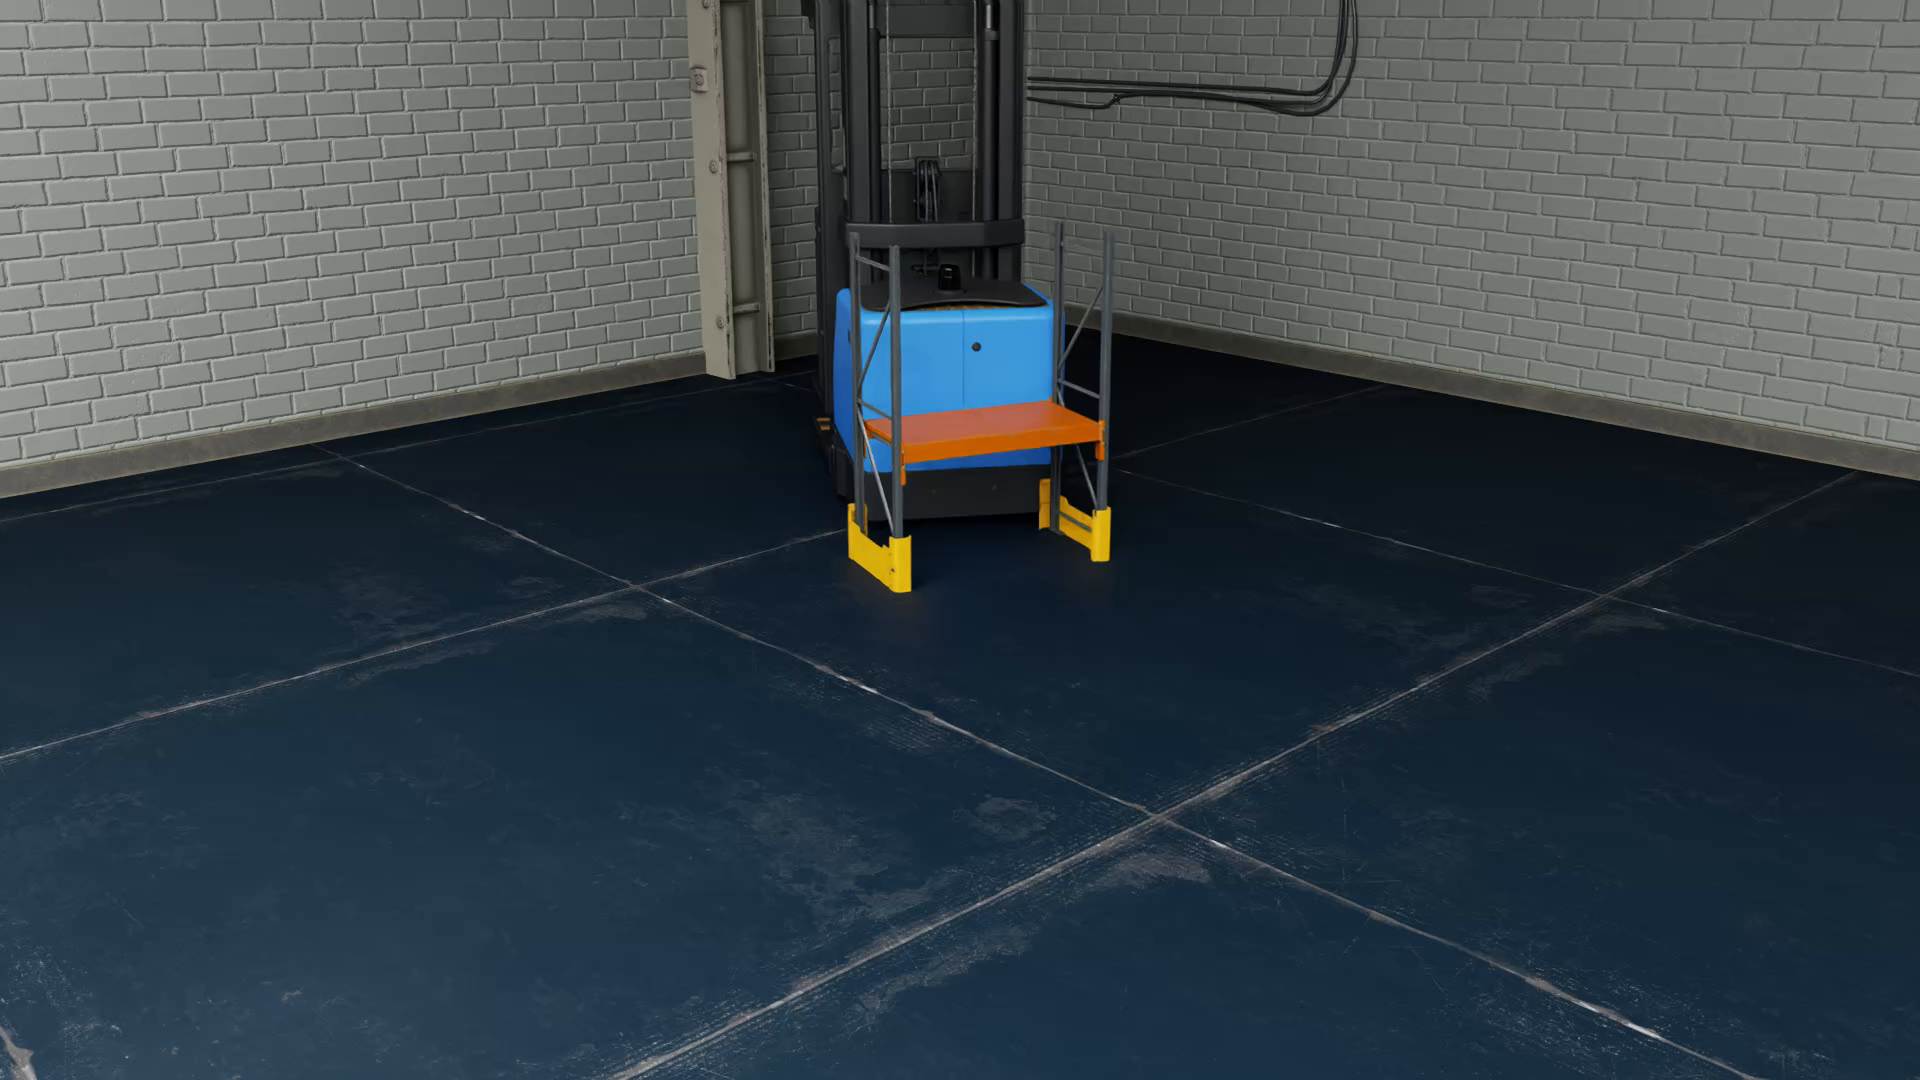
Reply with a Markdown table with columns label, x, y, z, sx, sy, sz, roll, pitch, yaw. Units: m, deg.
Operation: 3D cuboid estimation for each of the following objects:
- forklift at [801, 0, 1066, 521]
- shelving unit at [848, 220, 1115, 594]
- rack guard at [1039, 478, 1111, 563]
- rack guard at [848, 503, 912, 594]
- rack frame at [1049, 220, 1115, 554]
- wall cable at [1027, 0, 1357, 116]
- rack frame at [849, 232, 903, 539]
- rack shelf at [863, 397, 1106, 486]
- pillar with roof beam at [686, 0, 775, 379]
| label | x | y | z | sx | sy | sz | roll | pitch | yaw |
| --- | --- | --- | --- | --- | --- | --- | --- | --- | --- |
| forklift | -0.256 | -1.899 | 9.089 | 1.130 | 2.935 | 3.031 | -3 | 18 | -10 |
| shelving unit | 0.087 | -0.629 | 7.492 | 1.083 | 1.500 | 0.587 | -8 | 20 | -23 |
| rack guard | 0.539 | -0.099 | 7.883 | 0.087 | 0.250 | 0.587 | -8 | 20 | -23 |
| rack guard | -0.365 | 0.030 | 7.486 | 0.087 | 0.250 | 0.587 | -8 | 20 | -23 |
| rack frame | 0.557 | -0.696 | 7.698 | 0.032 | 1.500 | 0.500 | -8 | 20 | -23 |
| wall cable | 1.513 | -4.304 | 11.705 | 0.112 | 2.526 | 3.097 | -16 | 24 | -41 |
| rack frame | -0.366 | -0.564 | 7.293 | 0.032 | 1.500 | 0.500 | -8 | 20 | -23 |
| rack shelf | 0.096 | -0.459 | 7.551 | 1.000 | 0.185 | 0.538 | -8 | 20 | -23 |
| pillar with roof beam | 1.422 | -4.489 | 7.239 | 0.400 | 9.000 | 9.100 | -16 | 24 | -41 |
